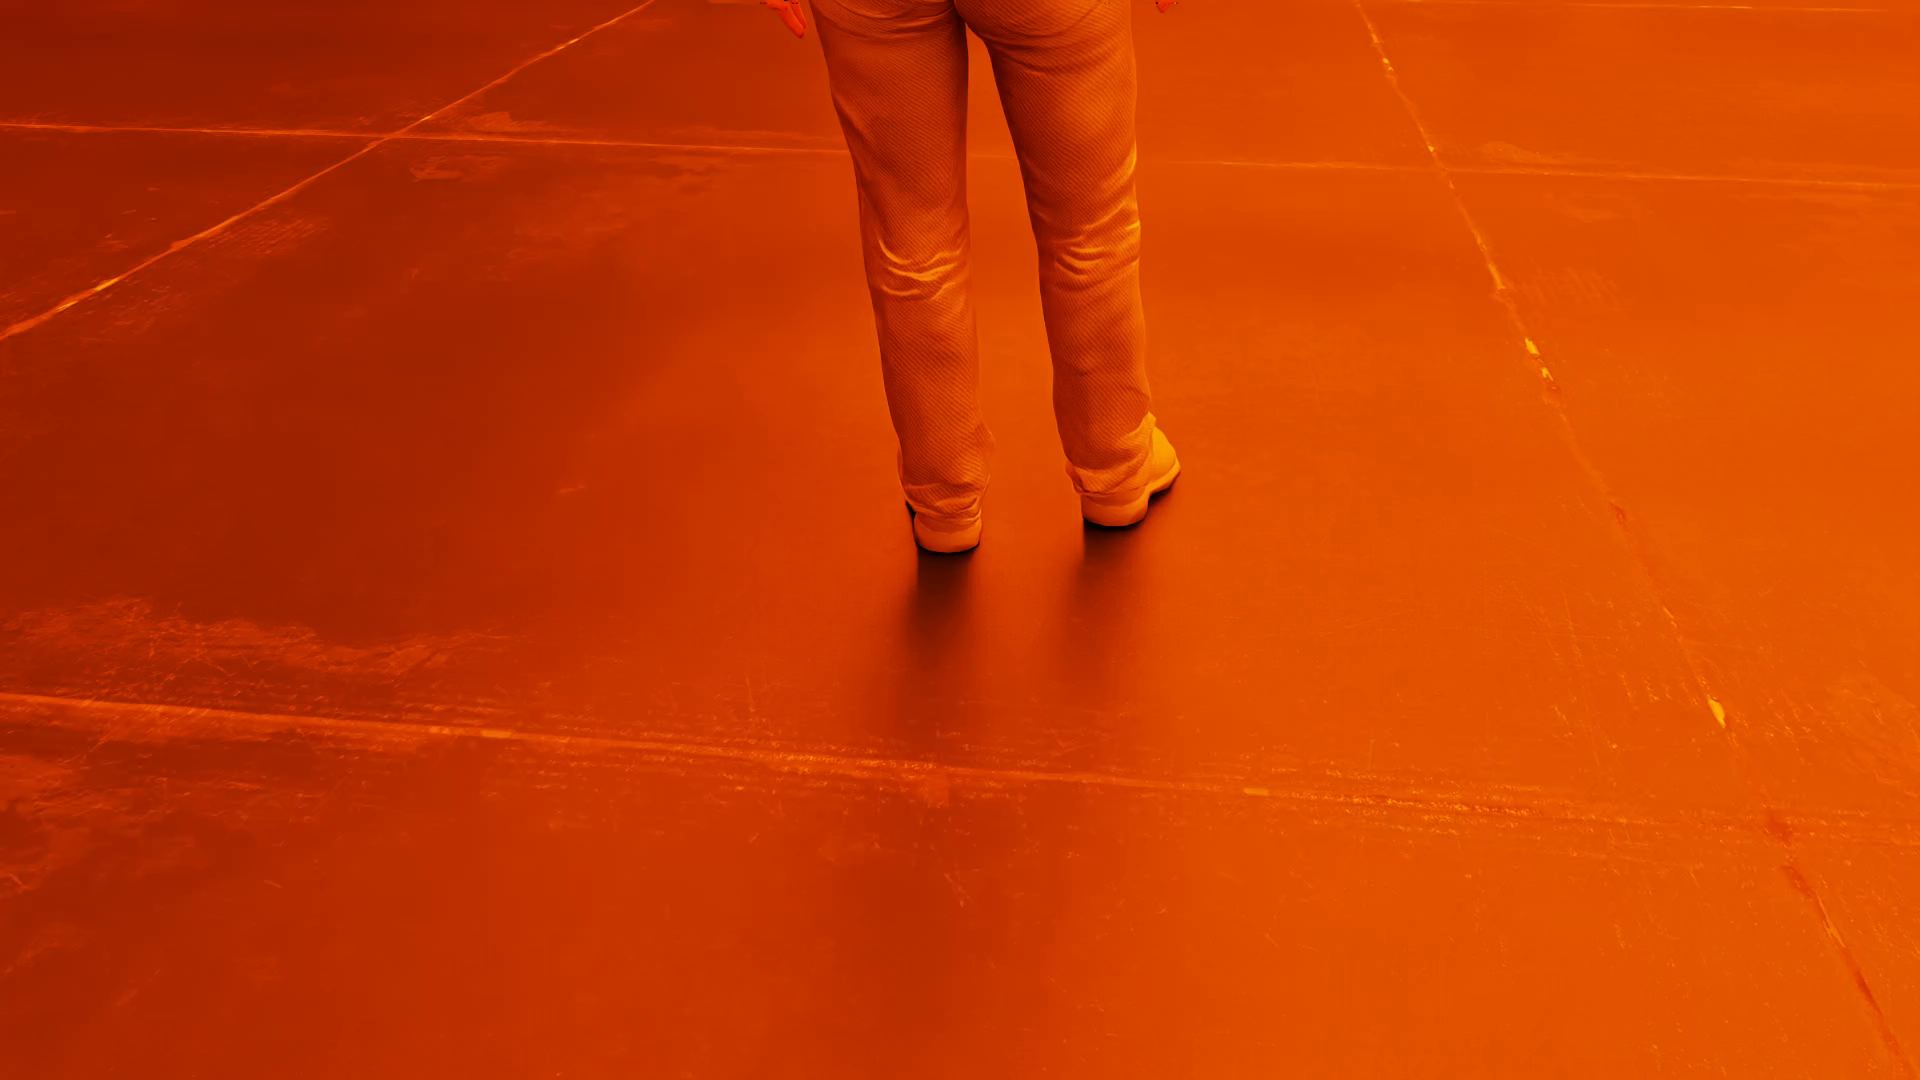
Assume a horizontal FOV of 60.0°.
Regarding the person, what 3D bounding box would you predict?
[{"bbox_3d":[0.016,-0.828,2.156,0.633,1.775,0.566,3,27,7],"label":"person"}]
